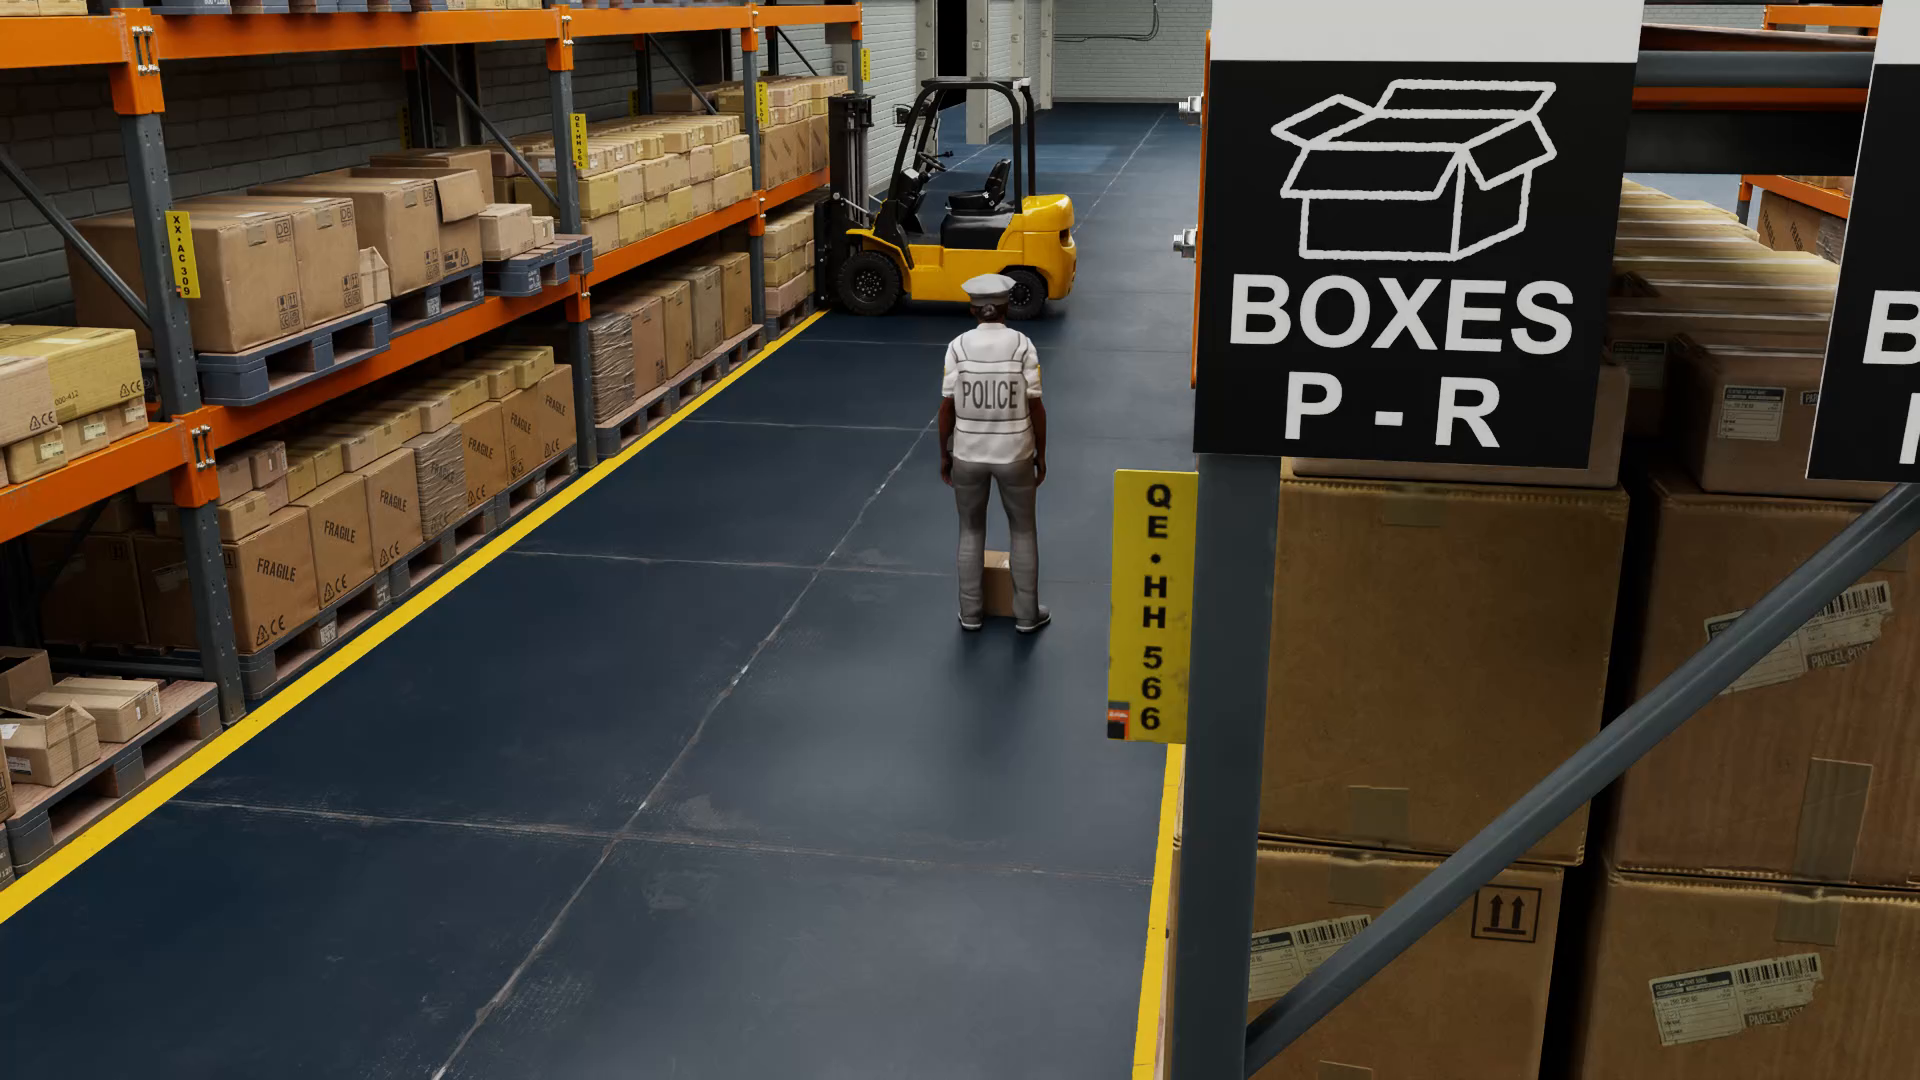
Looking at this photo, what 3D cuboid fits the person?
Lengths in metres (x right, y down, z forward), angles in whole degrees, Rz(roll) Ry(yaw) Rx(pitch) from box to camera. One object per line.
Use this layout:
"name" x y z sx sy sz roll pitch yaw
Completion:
"person" 0.166 -0.385 7.733 0.532 1.662 0.395 2 18 6
